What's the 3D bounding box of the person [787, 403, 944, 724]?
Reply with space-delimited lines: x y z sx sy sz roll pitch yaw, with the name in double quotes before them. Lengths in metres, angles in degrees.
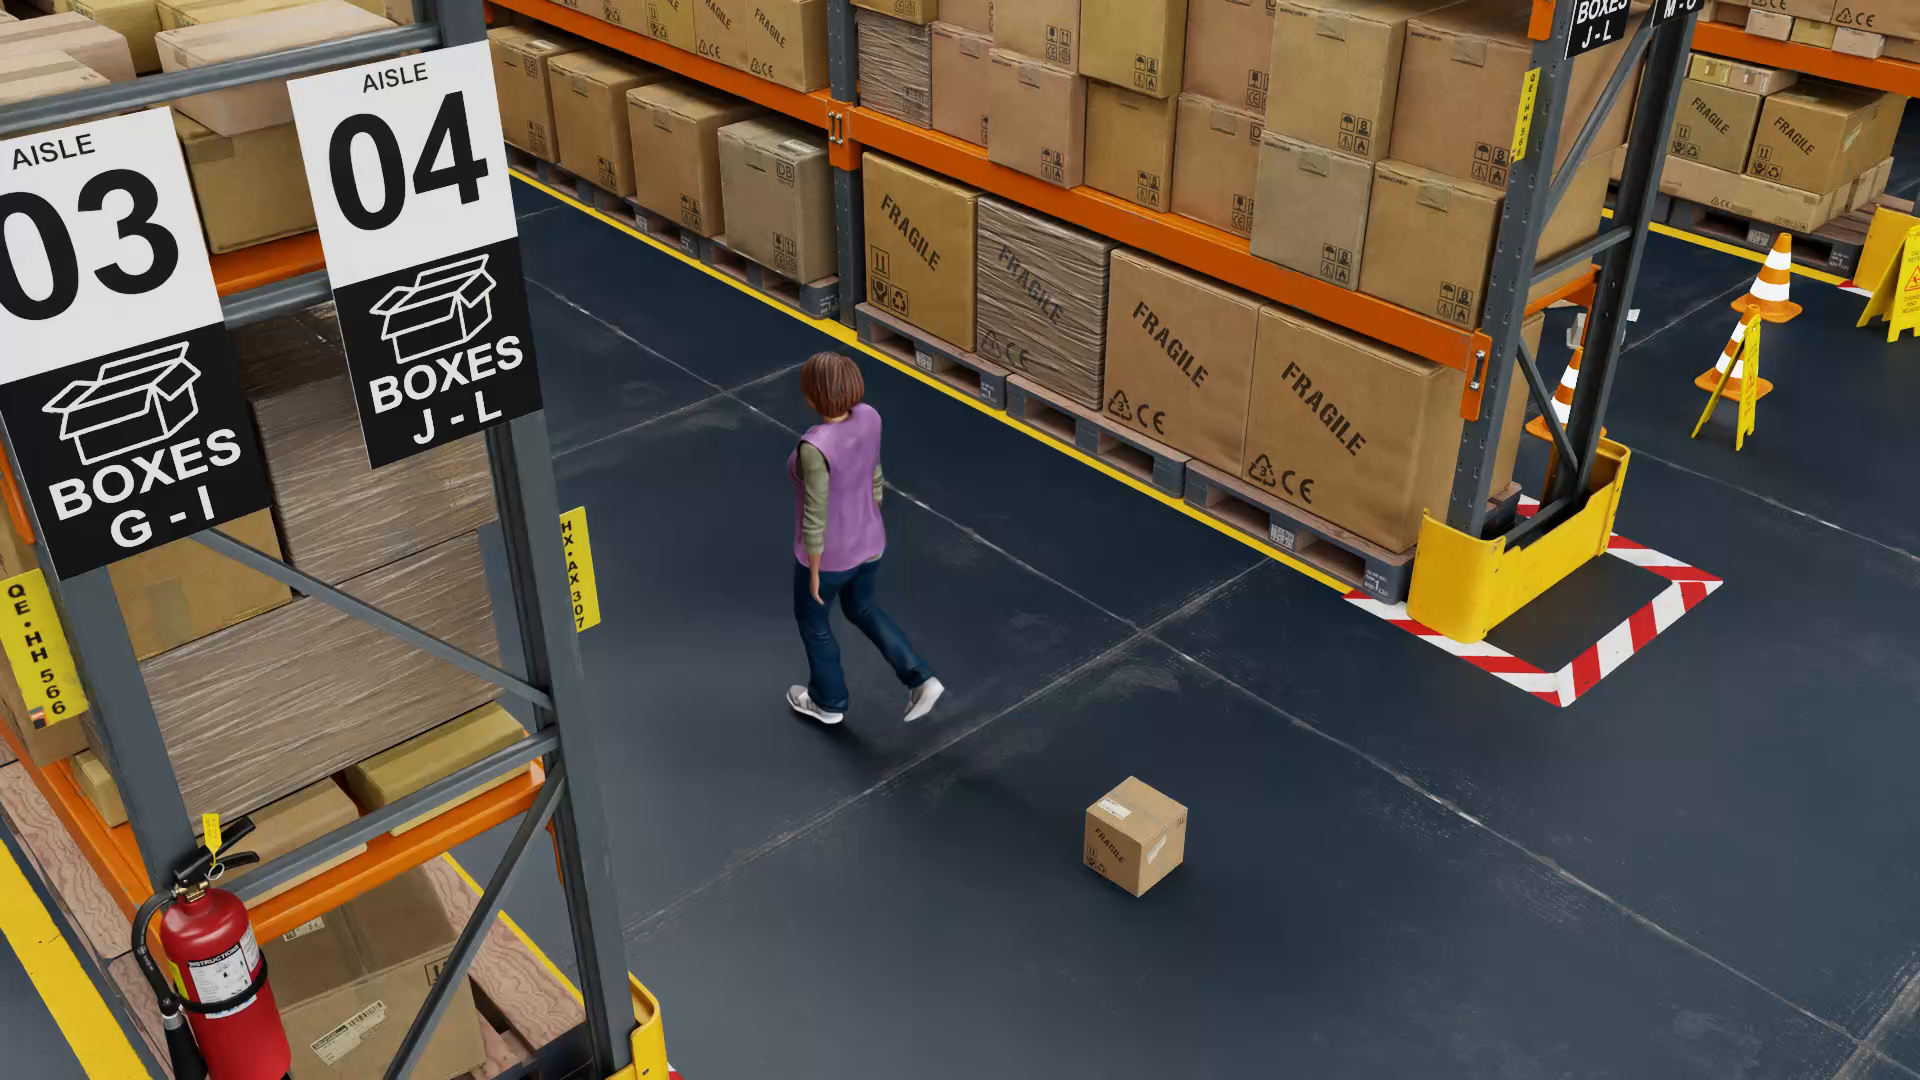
"person" -0.392 0.150 6.083 0.678 1.352 0.351 23 39 32
